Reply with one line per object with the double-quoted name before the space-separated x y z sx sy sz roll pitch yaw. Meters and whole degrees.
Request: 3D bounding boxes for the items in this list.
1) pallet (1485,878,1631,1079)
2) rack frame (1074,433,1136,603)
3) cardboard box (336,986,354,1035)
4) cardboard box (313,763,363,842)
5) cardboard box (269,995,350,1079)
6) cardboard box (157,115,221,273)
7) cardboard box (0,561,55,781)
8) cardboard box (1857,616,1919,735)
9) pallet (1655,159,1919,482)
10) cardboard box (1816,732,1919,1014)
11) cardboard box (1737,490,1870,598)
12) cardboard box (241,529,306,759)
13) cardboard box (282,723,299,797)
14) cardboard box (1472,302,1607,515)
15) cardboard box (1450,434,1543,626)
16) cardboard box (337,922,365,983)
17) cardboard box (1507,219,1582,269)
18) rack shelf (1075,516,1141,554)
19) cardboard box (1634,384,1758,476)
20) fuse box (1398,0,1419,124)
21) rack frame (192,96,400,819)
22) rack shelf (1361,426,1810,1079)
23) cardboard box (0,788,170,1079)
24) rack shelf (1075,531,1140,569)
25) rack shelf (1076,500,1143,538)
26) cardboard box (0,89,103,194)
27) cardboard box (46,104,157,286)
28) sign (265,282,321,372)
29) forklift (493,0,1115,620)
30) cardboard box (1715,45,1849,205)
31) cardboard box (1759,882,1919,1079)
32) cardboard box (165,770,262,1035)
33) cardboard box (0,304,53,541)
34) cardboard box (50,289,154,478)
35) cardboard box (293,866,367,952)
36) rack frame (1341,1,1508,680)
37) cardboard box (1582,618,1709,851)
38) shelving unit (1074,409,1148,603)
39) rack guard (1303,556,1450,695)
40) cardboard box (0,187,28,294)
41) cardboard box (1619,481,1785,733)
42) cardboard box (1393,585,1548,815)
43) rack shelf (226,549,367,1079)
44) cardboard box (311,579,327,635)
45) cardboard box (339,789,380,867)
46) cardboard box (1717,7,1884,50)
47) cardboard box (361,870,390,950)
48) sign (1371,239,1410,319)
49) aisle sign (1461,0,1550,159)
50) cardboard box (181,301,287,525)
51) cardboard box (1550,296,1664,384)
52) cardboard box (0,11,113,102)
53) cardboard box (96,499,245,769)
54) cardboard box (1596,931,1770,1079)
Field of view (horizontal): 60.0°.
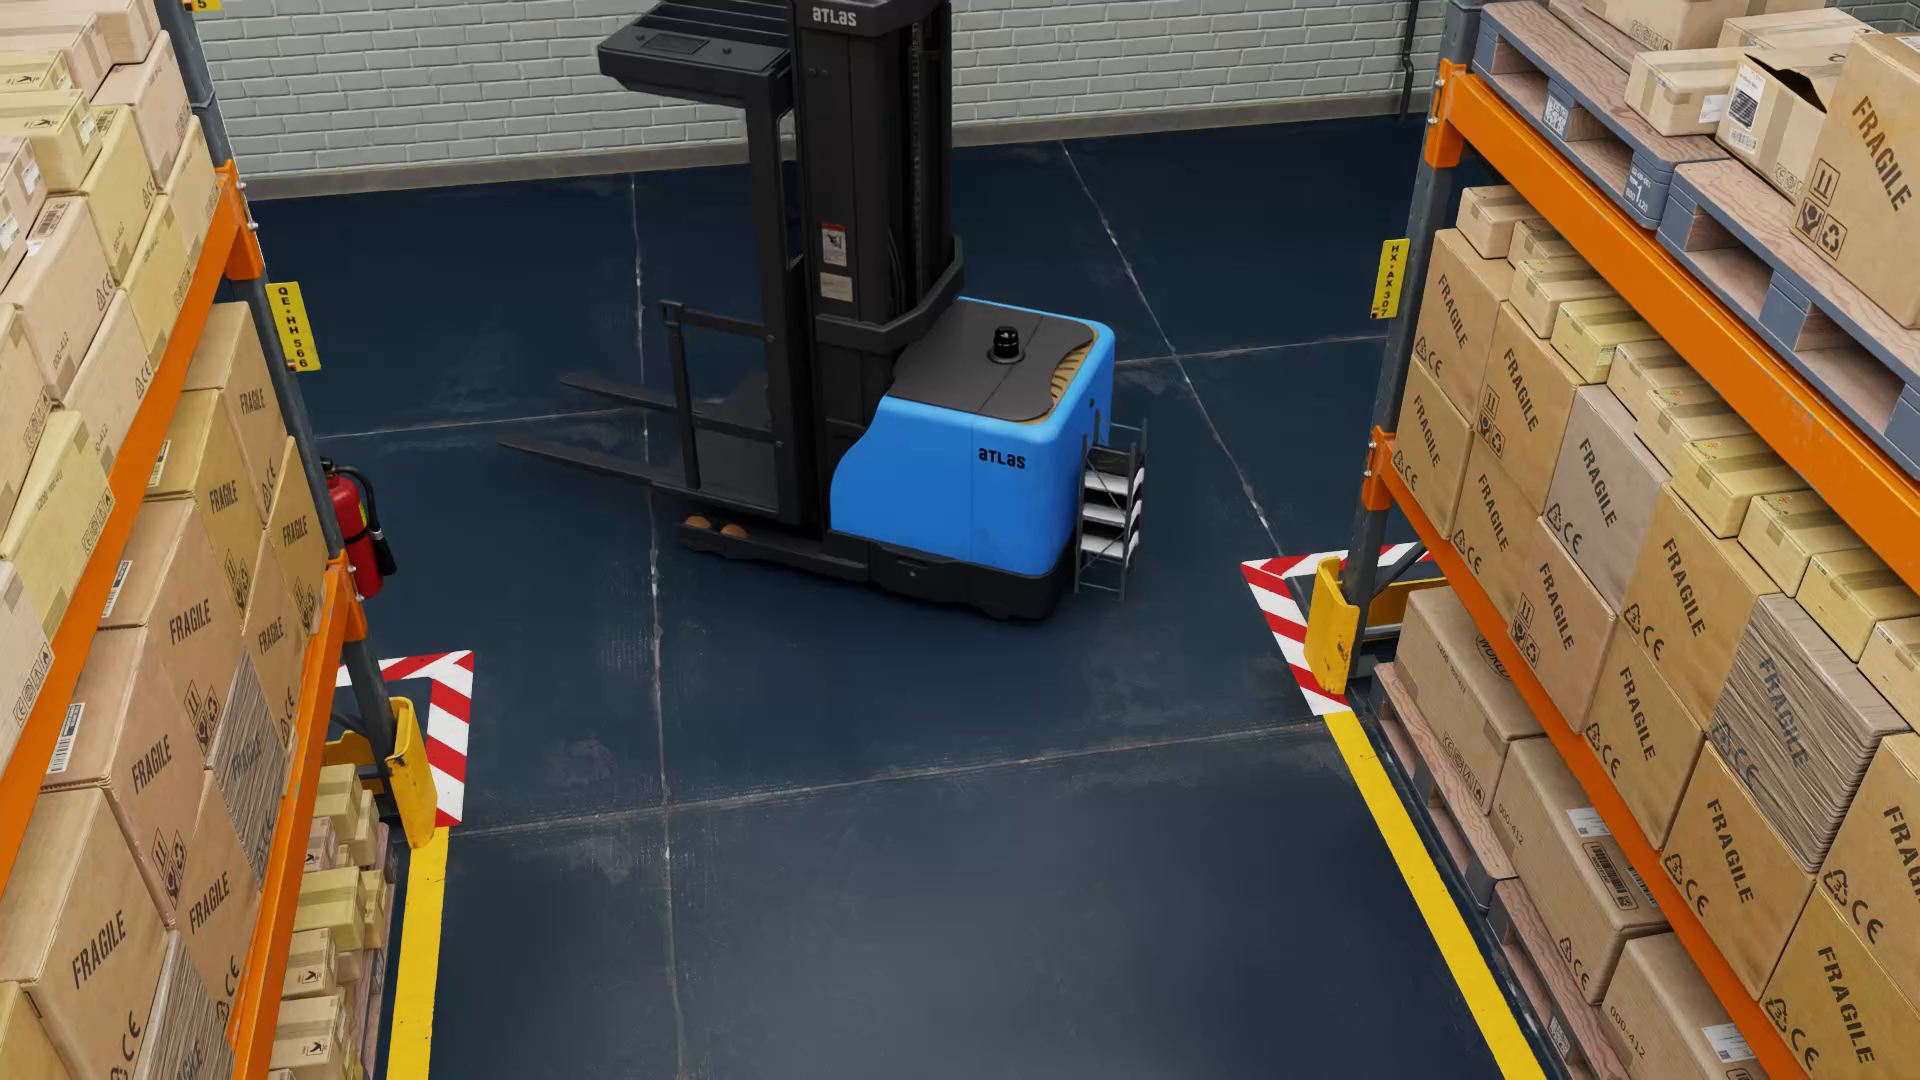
"pallet" 2.574 1.659 5.842 1.003 0.211 1.213 -6 38 -8
"rack frame" 0.651 -0.087 7.529 0.240 0.900 0.006 12 39 15
"cardboard box" -2.249 1.658 5.552 0.380 0.149 0.250 -6 38 -7
"cardboard box" -2.367 0.959 5.967 0.380 0.149 0.250 -6 38 -7
"cardboard box" -2.124 1.580 5.168 0.380 0.149 0.250 -5 38 -6
"cardboard box" -2.369 -0.937 4.589 0.500 0.250 0.500 -7 38 -9
"cardboard box" -1.998 0.306 2.988 0.500 0.250 0.500 -5 38 -6
"cardboard box" 2.365 0.301 3.892 0.380 0.149 0.250 -7 38 -8
"pallet" 2.504 -0.616 4.125 1.003 0.211 1.213 -6 38 -8
"cardboard box" 2.412 0.767 3.821 0.500 0.500 0.500 -7 38 -9
"cardboard box" 2.260 -0.004 4.284 0.380 0.149 0.250 -6 38 -8
"cardboard box" -2.292 0.340 4.943 0.500 0.500 0.500 -7 38 -9
"cardboard box" -2.241 0.663 5.056 0.380 0.149 0.250 -5 38 -7
"cardboard box" 2.047 -0.454 5.393 0.500 0.500 0.500 -7 38 -9
"cardboard box" 2.064 -0.068 5.711 0.500 0.500 0.500 -7 38 -9
"cardboard box" -2.243 1.386 5.660 0.380 0.149 0.250 -8 39 -10
"cardboard box" 2.052 -0.947 5.499 0.380 0.149 0.250 -5 38 -7
"rack shelf" 0.685 -0.049 7.680 0.258 0.077 0.200 12 39 15
"cardboard box" 2.149 -0.313 4.682 0.380 0.149 0.250 -6 38 -8
"fuse box" 3.228 -3.684 11.497 0.539 1.711 0.414 -6 38 -8
"rack frame" -2.709 -0.058 5.780 1.000 3.000 0.127 -6 38 -8
"rack shelf" 2.497 0.841 5.209 1.077 0.370 4.000 -6 38 -8
"cardboard box" -2.011 0.888 3.423 0.500 0.500 0.500 -6 38 -7
"rack shelf" 0.685 0.023 7.735 0.258 0.077 0.200 12 39 15
"rack shelf" 0.685 -0.120 7.625 0.258 0.077 0.200 12 39 15
"cardboard box" -2.216 -0.907 3.817 0.380 0.149 0.250 -6 38 -7
"cardboard box" -2.287 -0.821 4.032 0.500 0.250 0.500 -7 38 -9
"sign" -2.160 -0.688 5.389 0.100 0.325 0.005 -6 38 -8
"forklift" -0.839 -1.352 7.502 3.031 2.935 1.130 13 40 16
"cardboard box" 2.359 -1.097 4.321 0.500 0.311 0.500 -6 38 -7
"cardboard box" 2.419 1.162 4.128 0.500 0.500 0.500 -7 38 -9
"cardboard box" -2.116 0.948 4.161 0.500 0.500 0.500 -4 38 -6
"cardboard box" -2.123 -0.206 3.239 0.500 0.250 0.500 -8 39 -10
"cardboard box" -2.199 -0.329 3.805 0.500 0.250 0.500 -5 38 -6
"cardboard box" -2.209 1.260 5.579 0.380 0.149 0.250 -7 38 -9
"rack frame" 2.146 -0.652 6.544 1.000 3.000 0.127 -6 38 -8
"cardboard box" 2.240 0.542 4.926 0.500 0.500 0.500 -5 38 -6
"shelving unit" 0.685 -0.146 7.604 0.258 0.900 0.210 12 39 15
"rack guard" 2.142 0.321 7.329 1.175 0.500 0.348 -6 38 -8
"cardboard box" -2.168 -0.592 3.412 0.380 0.149 0.250 -5 38 -7
"cardboard box" 2.234 0.157 4.606 0.500 0.500 0.500 -6 38 -8
"cardboard box" 2.360 0.582 6.702 0.875 0.438 0.875 -7 38 -9
"rack shelf" -2.359 1.434 4.446 1.077 0.370 4.000 -6 38 -8
"cardboard box" -2.374 0.208 5.642 0.380 0.149 0.250 -6 38 -8
"cardboard box" -2.336 1.072 6.063 0.380 0.149 0.250 -7 38 -9
"cardboard box" 2.466 -1.435 4.889 0.380 0.149 0.250 -9 39 -11
"cardboard box" -2.267 1.342 5.959 0.380 0.149 0.250 -5 38 -7
"sign" 1.599 -0.969 6.182 0.100 0.325 0.005 -6 38 -8
"aisle sign" 1.848 -1.690 5.762 0.394 0.787 0.004 -6 38 -8
"cardboard box" -2.384 -0.360 5.030 0.500 0.500 0.500 -7 38 -9
"cardboard box" 2.049 -0.621 5.079 0.380 0.149 0.250 -7 38 -9
"cardboard box" -2.394 -1.212 4.210 0.380 0.149 0.250 -6 38 -7
"cardboard box" -2.195 0.259 4.233 0.500 0.500 0.500 -4 38 -6
"cardboard box" 2.686 1.679 5.290 0.875 0.438 0.875 -7 38 -9
